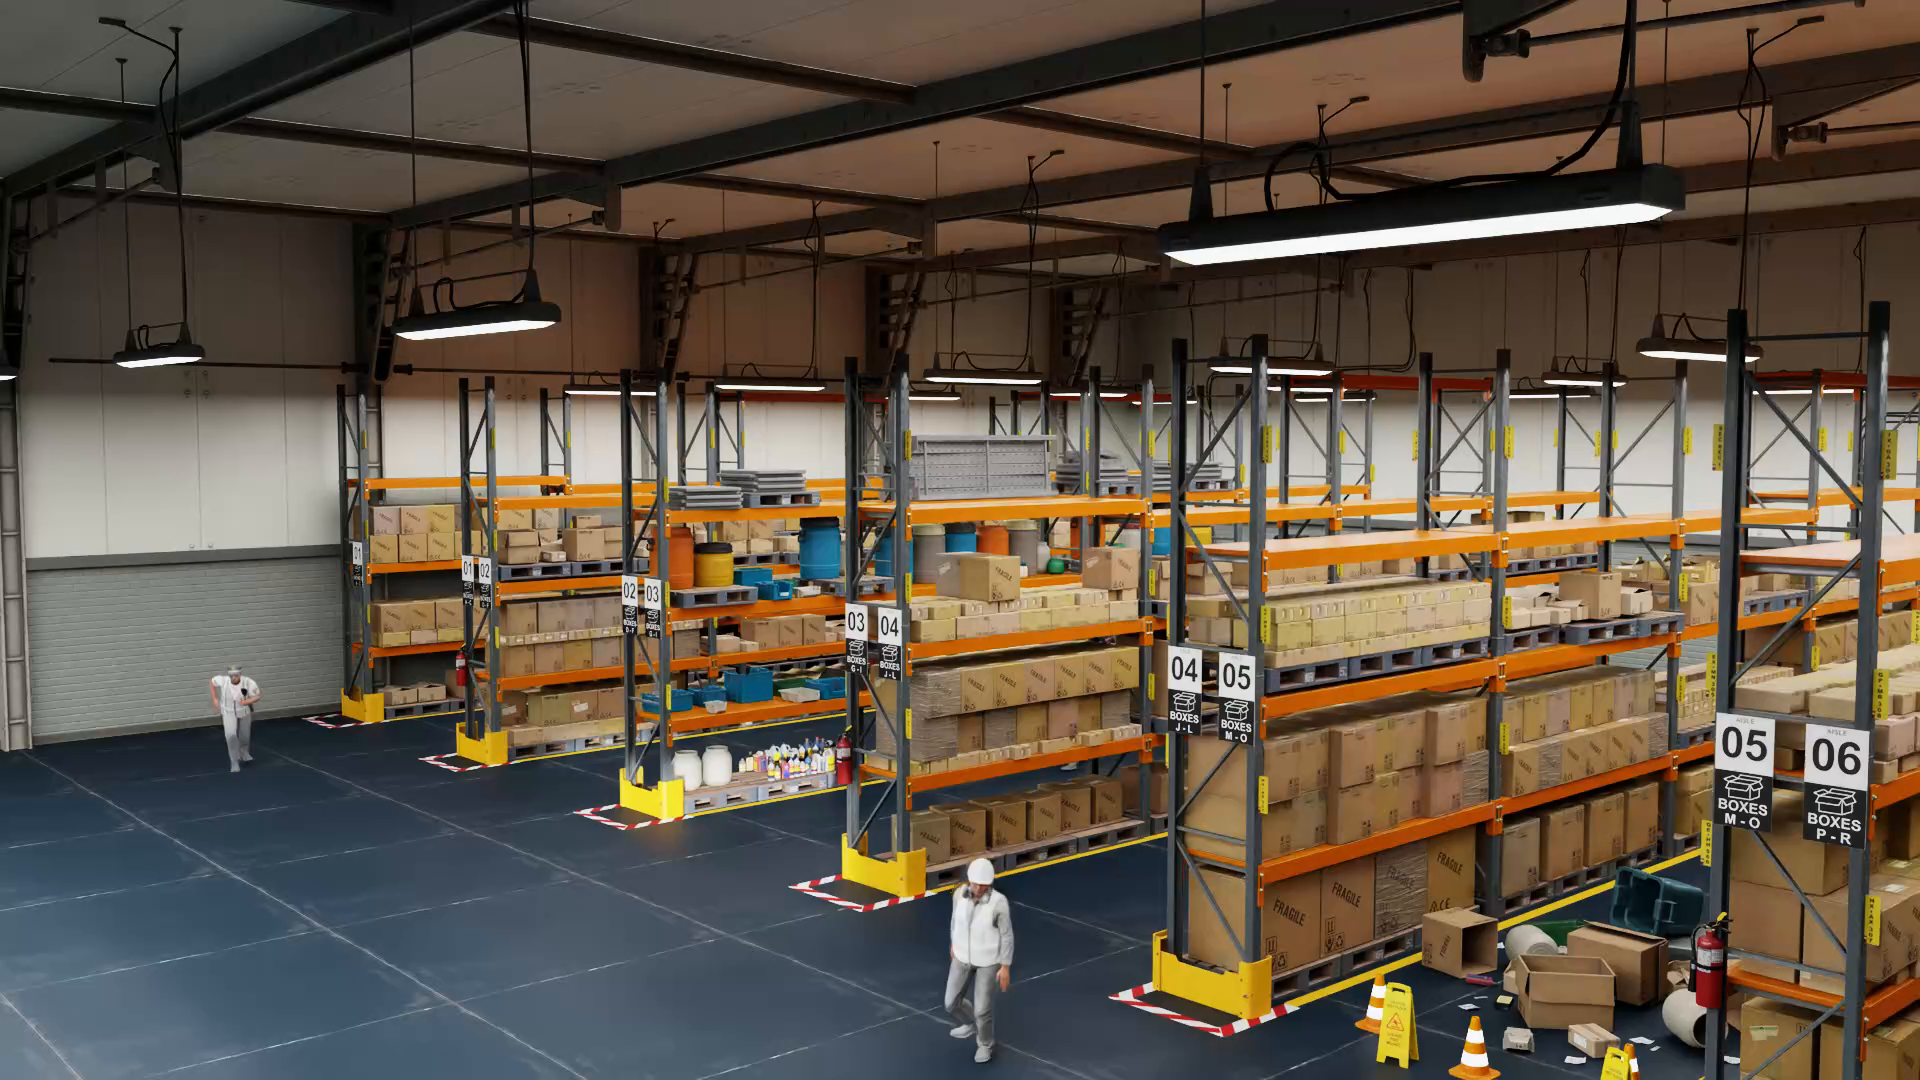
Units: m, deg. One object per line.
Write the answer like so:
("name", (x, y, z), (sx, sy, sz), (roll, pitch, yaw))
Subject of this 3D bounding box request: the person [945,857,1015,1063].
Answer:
("person", (0.158, 3.409, 13.597), (0.678, 1.728, 0.632), (2, 4, 26))

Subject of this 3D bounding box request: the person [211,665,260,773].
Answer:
("person", (-11.054, 2.714, 25.414), (0.706, 1.707, 1.013), (-1, 4, -19))

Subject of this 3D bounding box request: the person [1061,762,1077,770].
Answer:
("person", (1.724, 2.680, 25.592), (0.707, 1.610, 0.776), (-2, 4, -24))
